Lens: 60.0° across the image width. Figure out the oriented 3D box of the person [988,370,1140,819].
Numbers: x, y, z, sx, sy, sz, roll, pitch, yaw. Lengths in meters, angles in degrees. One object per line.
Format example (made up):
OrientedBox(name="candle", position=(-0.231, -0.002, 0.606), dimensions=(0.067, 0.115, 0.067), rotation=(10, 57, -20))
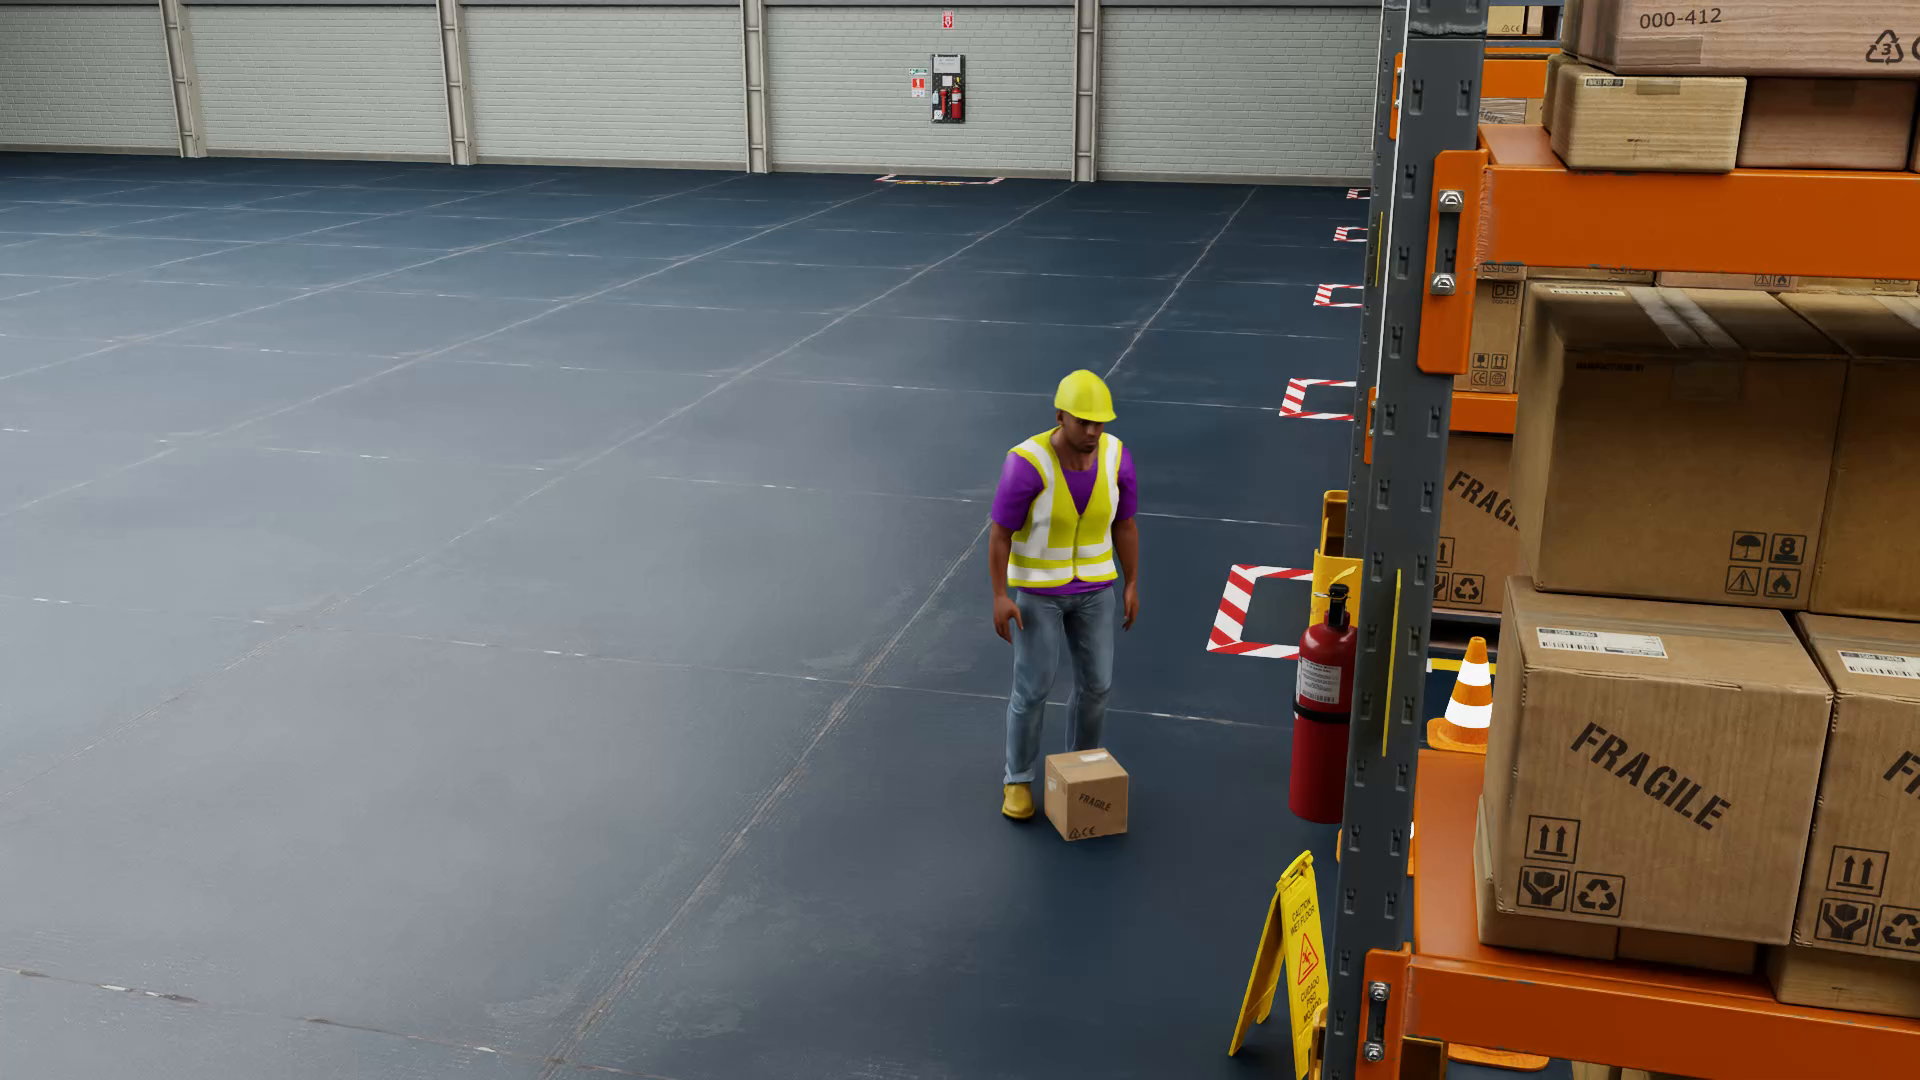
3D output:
OrientedBox(name="person", position=(0.415, 0.200, 6.420), dimensions=(0.619, 1.759, 0.461), rotation=(-6, 19, -17))
